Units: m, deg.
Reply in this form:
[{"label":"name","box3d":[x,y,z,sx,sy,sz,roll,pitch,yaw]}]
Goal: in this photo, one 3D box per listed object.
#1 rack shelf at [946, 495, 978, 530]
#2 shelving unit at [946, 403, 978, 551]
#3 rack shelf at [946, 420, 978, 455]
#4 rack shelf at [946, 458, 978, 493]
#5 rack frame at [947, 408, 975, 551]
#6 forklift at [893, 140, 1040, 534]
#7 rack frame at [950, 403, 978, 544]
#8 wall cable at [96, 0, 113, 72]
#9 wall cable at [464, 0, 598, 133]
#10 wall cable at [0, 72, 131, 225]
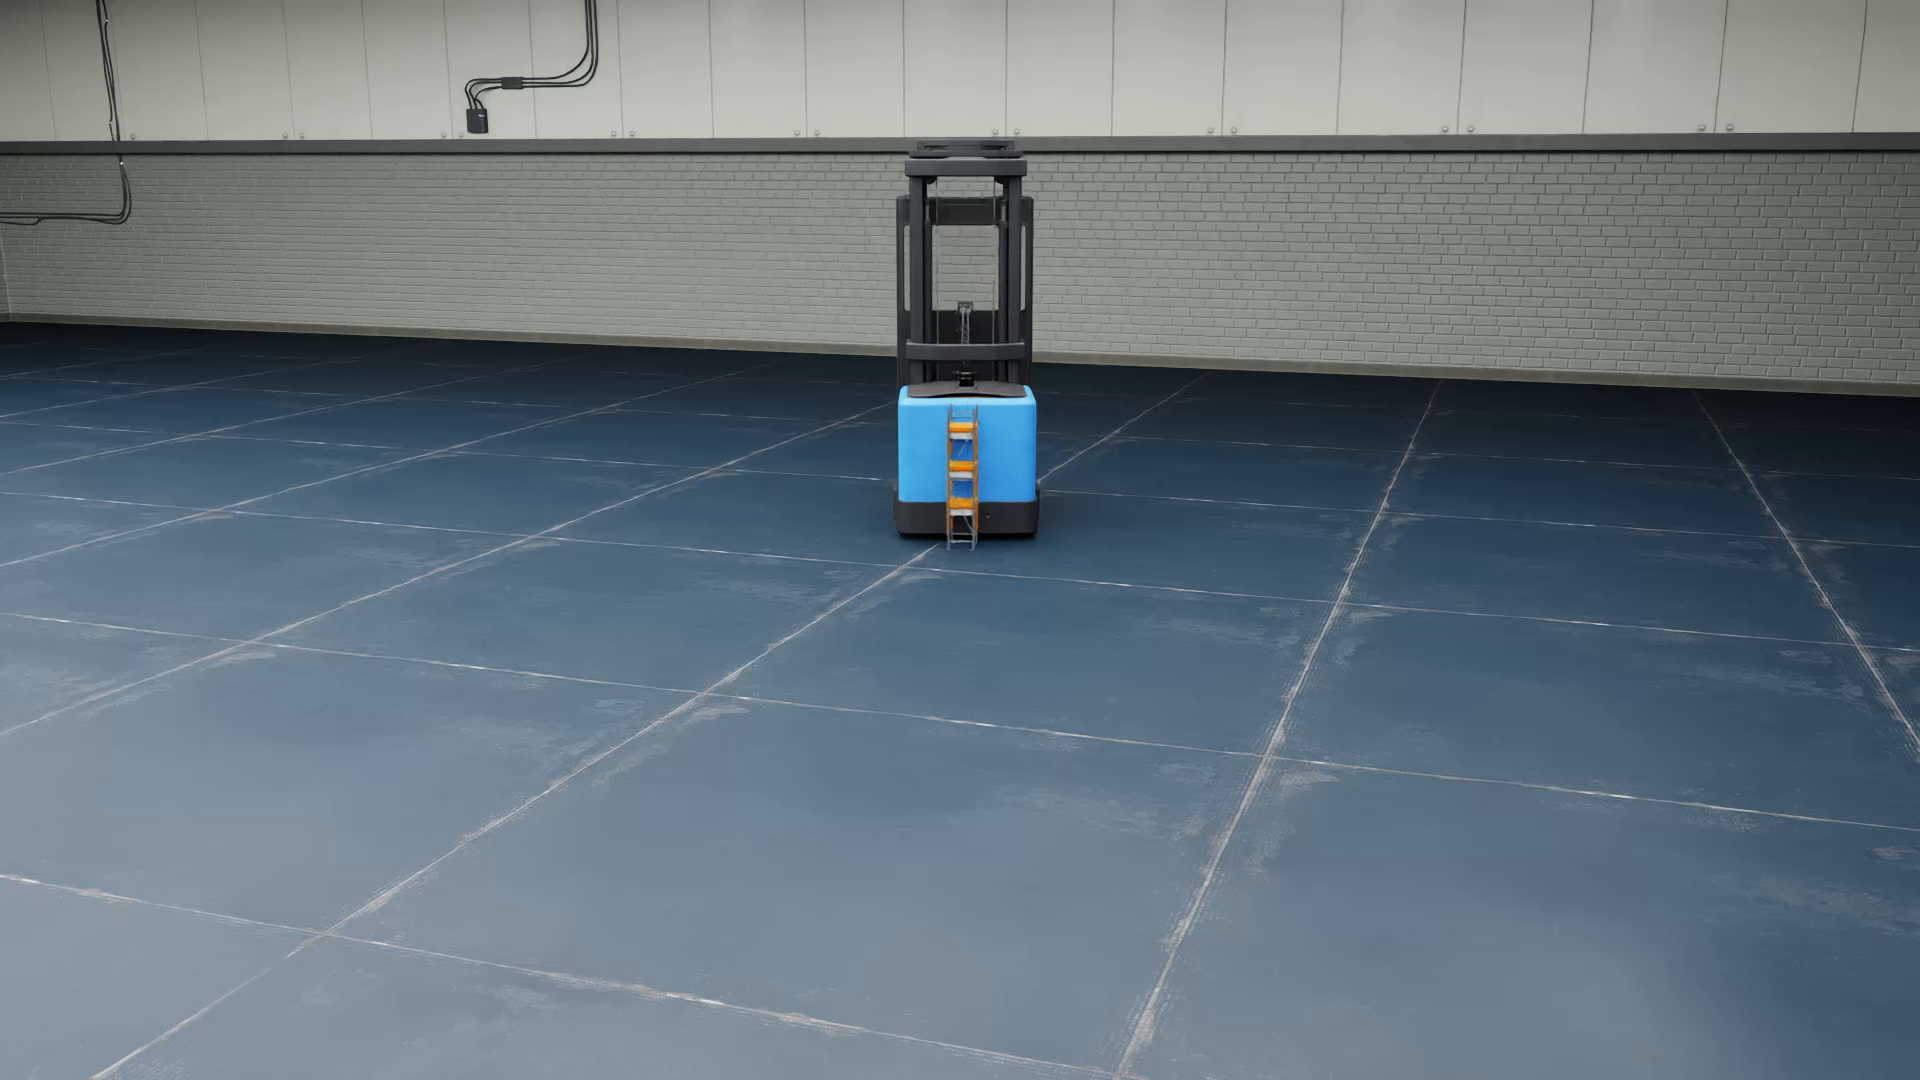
[{"label":"rack shelf","box3d":[0.018,-0.177,12.200,0.215,0.259,0.240,1,13,5]},{"label":"shelving unit","box3d":[0.018,-0.458,12.136,0.215,1.050,0.252,1,13,5]},{"label":"rack shelf","box3d":[0.018,-0.724,12.075,0.215,0.259,0.240,1,13,5]},{"label":"rack shelf","box3d":[0.018,-0.448,12.138,0.215,0.259,0.240,1,13,5]},{"label":"rack frame","box3d":[0.008,-0.431,12.017,0.200,1.050,0.008,1,13,5]},{"label":"forklift","box3d":[0.033,-1.744,13.540,1.130,2.935,3.031,0,13,-1]},{"label":"rack frame","box3d":[0.028,-0.485,12.254,0.200,1.050,0.008,1,13,5]},{"label":"wall cable","box3d":[-12.900,-8.908,26.921,3.097,2.526,0.112,4,14,18]},{"label":"wall cable","box3d":[-6.482,-9.125,24.603,2.305,6.003,0.169,4,14,18]},{"label":"wall cable","box3d":[-15.460,-6.640,28.336,3.097,2.526,0.112,4,14,18]}]
